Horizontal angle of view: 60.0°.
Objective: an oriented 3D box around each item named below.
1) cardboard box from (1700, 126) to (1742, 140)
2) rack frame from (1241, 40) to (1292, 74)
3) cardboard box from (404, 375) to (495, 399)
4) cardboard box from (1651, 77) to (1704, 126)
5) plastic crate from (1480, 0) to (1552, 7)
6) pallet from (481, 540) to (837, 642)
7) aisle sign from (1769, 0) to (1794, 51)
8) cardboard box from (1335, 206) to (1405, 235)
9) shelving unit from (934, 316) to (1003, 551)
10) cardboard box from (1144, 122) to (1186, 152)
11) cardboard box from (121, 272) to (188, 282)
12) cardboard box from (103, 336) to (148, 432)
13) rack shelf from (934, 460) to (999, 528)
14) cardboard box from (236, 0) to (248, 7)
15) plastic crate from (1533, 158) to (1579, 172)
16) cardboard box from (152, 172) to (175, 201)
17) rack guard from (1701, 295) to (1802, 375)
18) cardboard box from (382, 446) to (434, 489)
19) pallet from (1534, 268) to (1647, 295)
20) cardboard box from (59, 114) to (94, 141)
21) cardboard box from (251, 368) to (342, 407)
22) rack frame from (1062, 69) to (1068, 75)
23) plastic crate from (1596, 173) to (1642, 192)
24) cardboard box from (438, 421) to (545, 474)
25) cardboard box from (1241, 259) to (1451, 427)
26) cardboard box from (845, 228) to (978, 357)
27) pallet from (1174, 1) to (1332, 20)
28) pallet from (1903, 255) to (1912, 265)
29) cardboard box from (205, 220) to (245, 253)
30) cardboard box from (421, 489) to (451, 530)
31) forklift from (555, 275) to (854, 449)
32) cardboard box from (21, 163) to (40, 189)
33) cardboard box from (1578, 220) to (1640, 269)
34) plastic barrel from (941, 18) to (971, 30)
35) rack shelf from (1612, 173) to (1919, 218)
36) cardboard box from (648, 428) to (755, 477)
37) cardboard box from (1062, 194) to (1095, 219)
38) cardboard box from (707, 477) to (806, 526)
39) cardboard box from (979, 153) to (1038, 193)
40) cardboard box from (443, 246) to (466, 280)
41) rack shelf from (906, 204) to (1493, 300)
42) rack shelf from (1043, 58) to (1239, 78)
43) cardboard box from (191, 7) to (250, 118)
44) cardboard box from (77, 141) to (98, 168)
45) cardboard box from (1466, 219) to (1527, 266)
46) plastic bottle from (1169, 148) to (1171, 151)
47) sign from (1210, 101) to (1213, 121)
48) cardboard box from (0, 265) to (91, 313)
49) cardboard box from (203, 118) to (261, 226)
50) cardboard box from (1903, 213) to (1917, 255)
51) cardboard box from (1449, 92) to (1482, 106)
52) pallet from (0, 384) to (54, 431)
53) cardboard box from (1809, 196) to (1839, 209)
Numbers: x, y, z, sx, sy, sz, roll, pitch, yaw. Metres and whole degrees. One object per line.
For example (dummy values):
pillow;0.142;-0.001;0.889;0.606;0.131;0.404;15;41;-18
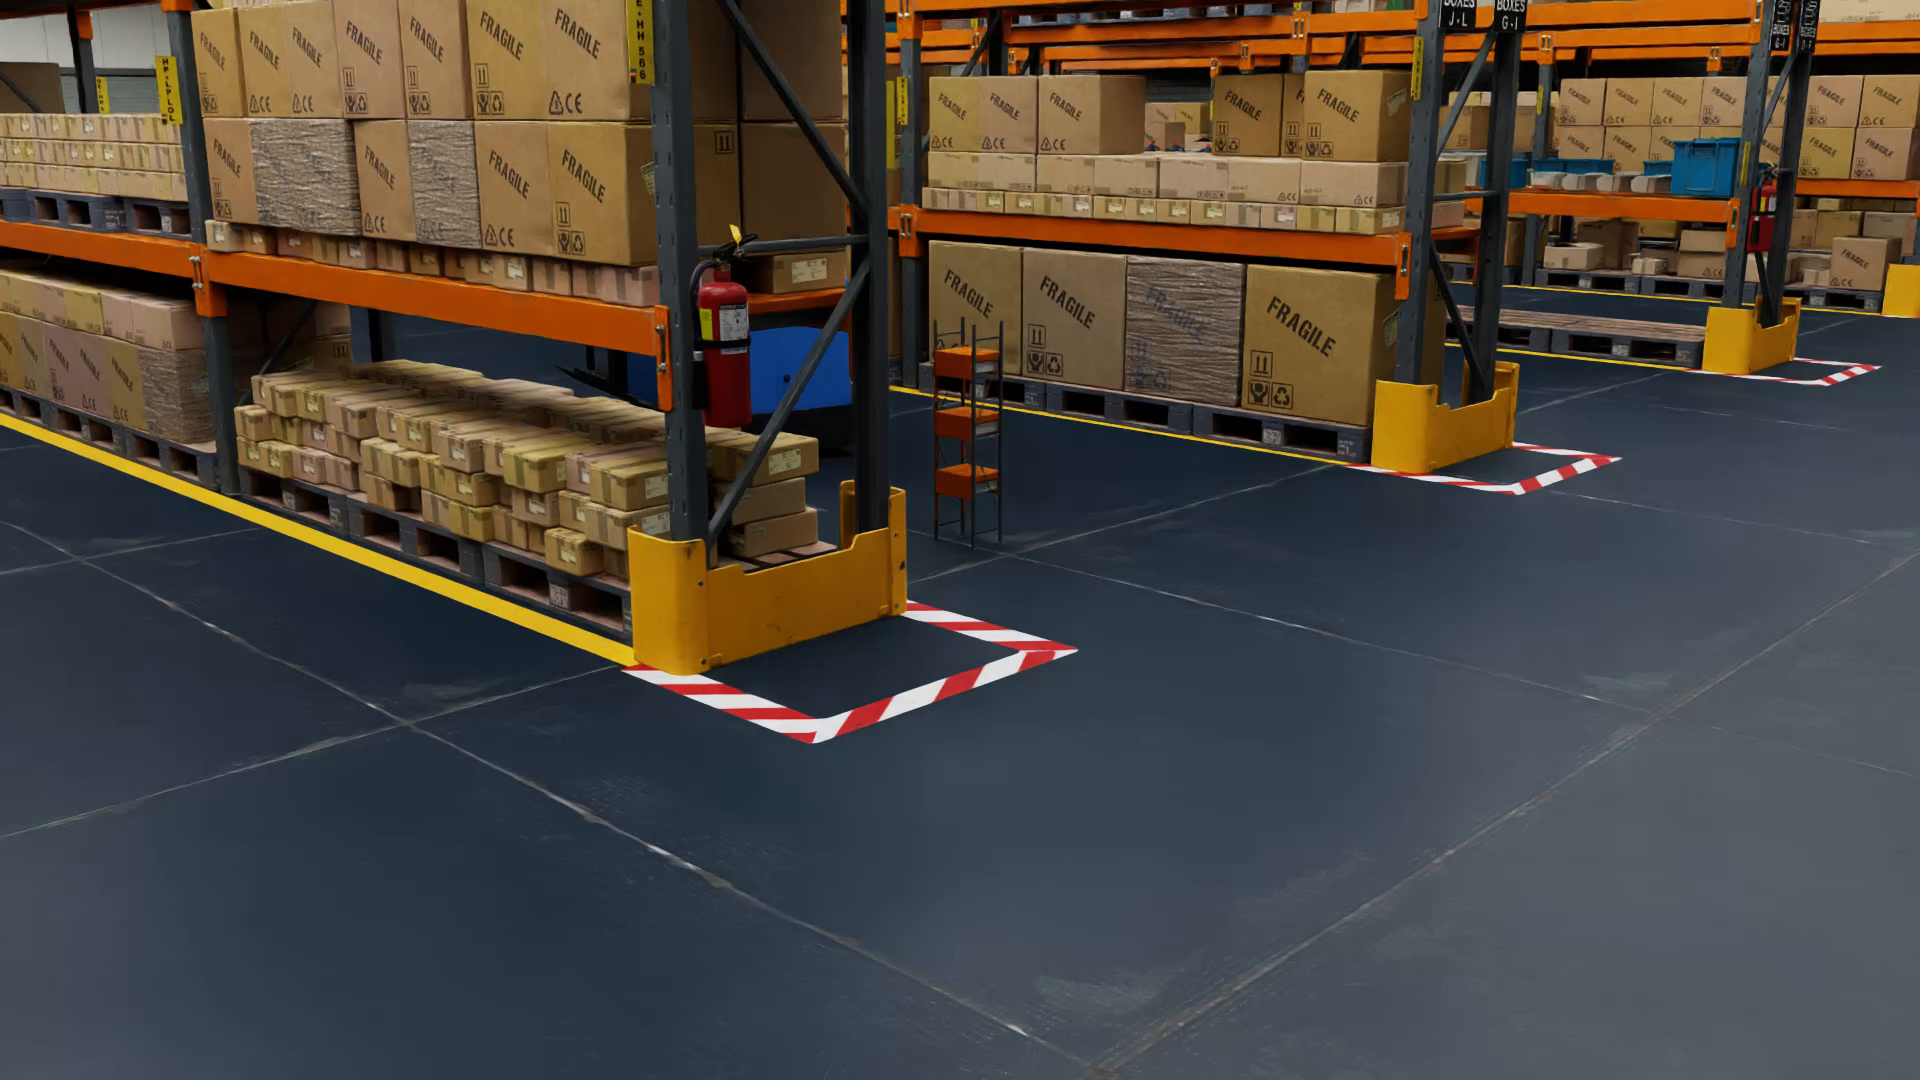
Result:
cardboard box;8.123;-4.098;17.512;0.500;0.500;0.500;13;20;41
rack frame;3.969;-5.154;21.763;0.127;3.000;1.000;14;20;42
cardboard box;-2.581;-0.731;8.430;0.380;0.149;0.250;-14;20;-42
cardboard box;7.734;-4.672;17.734;0.500;0.500;0.500;13;19;41
plastic crate;4.627;-4.496;13.812;0.530;0.136;0.437;14;20;42
pallet;-1.281;0.114;7.077;1.213;0.211;1.003;14;20;42
aisle sign;6.136;-4.048;12.362;0.004;0.787;0.394;14;20;42
cardboard box;2.364;-1.837;9.533;0.380;0.149;0.250;-14;20;-43
shelving unit;0.039;-0.499;7.764;0.252;1.050;0.215;14;20;42
cardboard box;2.750;-5.493;22.866;0.500;0.500;0.500;12;19;39
cardboard box;-5.025;-1.580;10.685;0.500;0.250;0.500;-14;20;-43
cardboard box;-4.622;-0.941;9.720;0.500;0.500;0.500;13;19;41
rack shelf;0.039;-0.219;7.837;0.240;0.259;0.215;14;20;42
cardboard box;-7.926;-6.050;18.759;0.250;0.149;0.380;14;20;42
plastic crate;5.174;-3.189;14.436;0.300;0.233;0.416;14;20;42
cardboard box;-4.157;-1.934;9.072;0.250;0.149;0.380;14;20;43
rack guard;6.313;-1.644;13.250;0.348;0.500;1.175;14;20;42
cardboard box;-2.390;-0.352;7.566;0.250;0.149;0.380;14;20;43
pallet;7.342;-2.984;18.966;1.213;0.211;1.003;14;20;42
cardboard box;-5.103;-2.453;9.884;0.250;0.149;0.380;13;20;41
cardboard box;-3.442;-0.787;8.647;0.380;0.149;0.250;-14;20;-42
rack frame;1.646;-7.454;30.590;0.127;3.000;1.000;14;20;42
plastic crate;5.376;-2.920;13.594;0.243;0.136;0.396;14;20;42
cardboard box;-2.013;-0.402;7.169;0.380;0.149;0.250;-14;20;-42
cardboard box;2.333;-1.229;10.081;0.875;0.875;0.875;14;20;42
cardboard box;-0.505;-1.940;12.809;0.875;0.875;1.225;14;20;42
pallet;2.775;-5.035;15.733;1.003;0.211;1.213;14;20;42
pallet;12.534;-3.430;20.677;1.213;0.211;1.003;14;20;42
cardboard box;-3.569;-1.543;8.404;0.380;0.149;0.250;-14;20;-42
cardboard box;-2.172;-0.166;7.441;0.380;0.149;0.250;-14;20;-43
forklift;-1.818;-2.175;10.467;1.130;2.935;3.031;-9;17;-30
cardboard box;-5.660;-2.300;10.474;0.380;0.149;0.250;-13;20;-42
cardboard box;7.455;-3.409;19.151;0.500;0.500;0.500;14;20;42
plastic barrel;0.088;-6.133;18.577;0.600;0.901;0.600;0;15;0
rack shelf;8.288;-3.756;17.824;4.000;0.370;1.077;14;20;42
cardboard box;-1.090;-0.365;7.026;0.380;0.149;0.250;-14;20;-43
cardboard box;0.885;-2.196;10.909;0.250;0.149;0.380;14;20;43
cardboard box;-0.865;-0.180;6.904;0.380;0.149;0.250;-14;20;-42
cardboard box;0.481;-2.510;11.324;0.500;0.250;0.500;14;20;42
cardboard box;-1.963;-1.199;7.084;0.250;0.149;0.380;13;19;40
rack shelf;1.409;-1.958;10.925;4.000;0.370;1.077;14;20;42
rack shelf;3.085;-8.207;28.959;4.000;0.370;1.077;14;20;42
cardboard box;-3.390;-2.327;8.142;0.500;0.500;0.500;-14;20;-43
cardboard box;-4.921;-2.263;9.745;0.250;0.149;0.380;14;20;42
cardboard box;6.294;-3.491;19.468;0.500;0.500;0.500;14;20;42
plastic bottle;2.167;-3.950;17.374;0.133;0.283;0.061;14;20;42
sign;4.154;-7.073;27.411;0.005;0.325;0.100;14;20;42
cardboard box;-6.097;-1.666;11.013;0.500;0.250;0.500;13;19;40
cardboard box;-3.364;-1.834;8.233;0.500;0.500;0.500;13;20;41
cardboard box;12.230;-3.839;20.842;0.500;0.500;0.700;14;20;42
cardboard box;7.573;-6.487;24.565;0.500;0.250;0.500;-14;20;-43
pallet;-5.864;-0.987;11.303;1.213;0.211;1.003;14;20;42
cardboard box;11.356;-4.435;21.843;0.250;0.149;0.380;13;19;40
